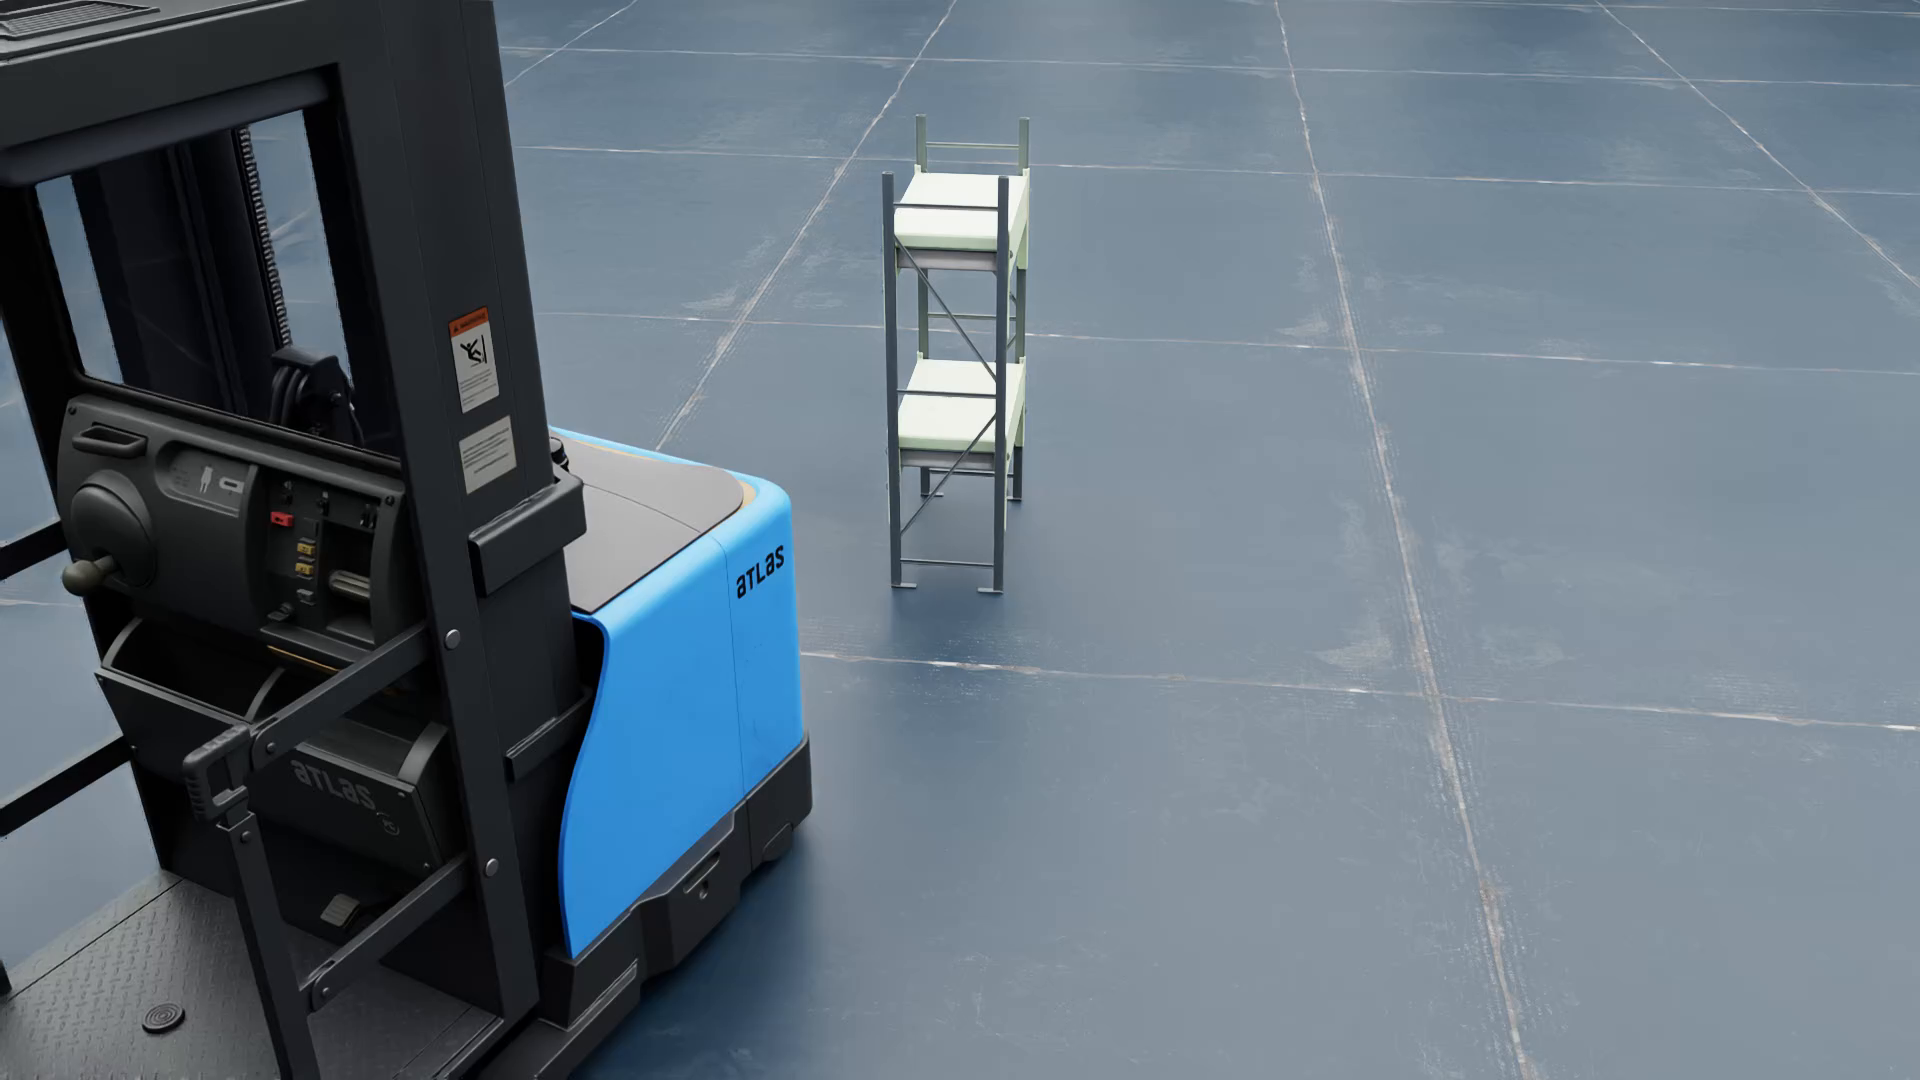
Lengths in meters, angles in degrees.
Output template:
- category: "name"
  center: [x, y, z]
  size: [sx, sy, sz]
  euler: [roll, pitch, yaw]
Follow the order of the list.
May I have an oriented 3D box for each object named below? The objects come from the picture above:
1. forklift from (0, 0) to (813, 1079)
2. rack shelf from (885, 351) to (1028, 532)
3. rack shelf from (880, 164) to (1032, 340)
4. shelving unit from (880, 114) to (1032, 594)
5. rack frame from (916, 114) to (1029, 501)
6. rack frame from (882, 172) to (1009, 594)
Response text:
- category: "forklift"
  center: [-1.551, 0.022, 3.119]
  size: [1.130, 2.935, 3.031]
  euler: [14, 31, 24]
- category: "rack shelf"
  center: [-0.001, -0.370, 6.043]
  size: [0.431, 0.370, 0.720]
  euler: [3, 28, 6]
- category: "rack shelf"
  center: [-0.001, -1.001, 5.703]
  size: [0.431, 0.370, 0.720]
  euler: [3, 28, 6]
- category: "shelving unit"
  center: [-0.001, -0.657, 5.888]
  size: [0.431, 1.500, 0.755]
  euler: [3, 28, 6]
- category: "rack frame"
  center: [0.044, -0.829, 6.208]
  size: [0.400, 1.500, 0.023]
  euler: [3, 28, 6]
- category: "rack frame"
  center: [-0.046, -0.485, 5.569]
  size: [0.400, 1.500, 0.023]
  euler: [3, 28, 6]
